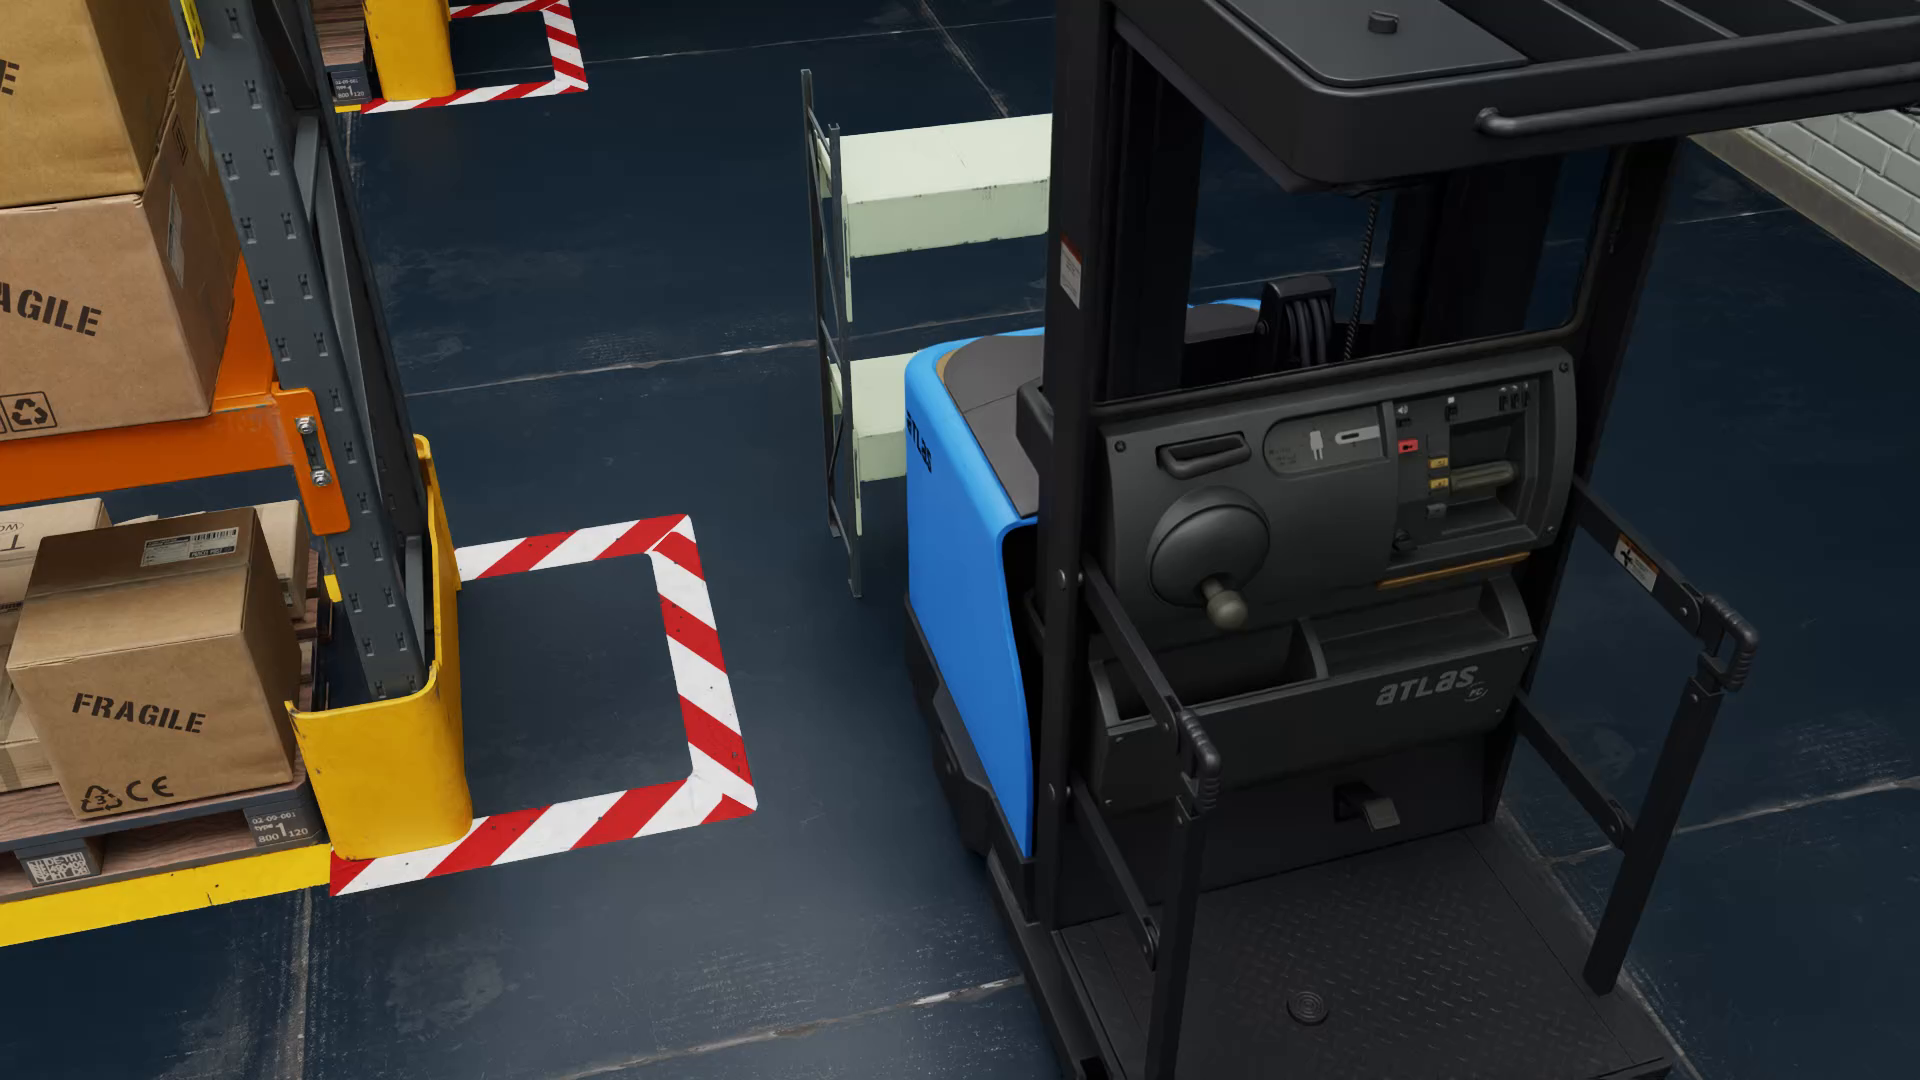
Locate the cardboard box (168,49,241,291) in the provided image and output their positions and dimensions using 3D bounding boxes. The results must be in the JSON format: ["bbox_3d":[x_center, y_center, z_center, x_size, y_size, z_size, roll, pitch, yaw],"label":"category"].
[{"bbox_3d":[-1.986,-0.878,3.847,0.500,0.500,0.500,-9,38,-11],"label":"cardboard box"}]

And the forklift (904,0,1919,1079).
[{"bbox_3d":[0.770,-0.020,2.864,1.130,2.935,3.031,-11,39,-14],"label":"forklift"}]

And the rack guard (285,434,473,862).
[{"bbox_3d":[-1.562,0.251,4.511,0.348,0.500,1.175,-9,38,-12],"label":"rack guard"}]

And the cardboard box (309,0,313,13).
[{"bbox_3d":[-3.433,-2.663,7.975,0.500,0.500,0.700,-9,38,-12],"label":"cardboard box"}]

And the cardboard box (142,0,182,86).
[{"bbox_3d":[-1.986,-1.275,3.543,0.500,0.500,0.500,-8,38,-11],"label":"cardboard box"}]

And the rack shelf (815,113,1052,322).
[{"bbox_3d":[-0.006,-0.905,4.556,0.720,0.370,0.431,-9,38,-12],"label":"rack shelf"}]

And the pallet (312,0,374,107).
[{"bbox_3d":[-3.535,-2.379,8.186,1.213,0.211,1.003,-9,38,-12],"label":"pallet"}]

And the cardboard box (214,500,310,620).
[{"bbox_3d":[-1.983,0.068,4.676,0.250,0.149,0.380,-9,38,-12],"label":"cardboard box"}]

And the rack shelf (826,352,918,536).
[{"bbox_3d":[-0.006,-0.336,4.991,0.720,0.370,0.431,-9,38,-12],"label":"rack shelf"}]

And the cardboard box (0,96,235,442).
[{"bbox_3d":[-1.850,-0.563,3.435,0.500,0.500,0.500,-8,38,-11],"label":"cardboard box"}]

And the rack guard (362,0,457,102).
[{"bbox_3d":[-2.761,-2.670,8.329,0.348,0.500,1.175,-9,38,-12],"label":"rack guard"}]

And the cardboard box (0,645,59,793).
[{"bbox_3d":[-2.364,0.439,4.178,0.250,0.166,0.380,-9,38,-12],"label":"cardboard box"}]

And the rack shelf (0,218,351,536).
[{"bbox_3d":[-3.419,-0.151,3.571,4.000,0.370,1.077,-9,38,-12],"label":"rack shelf"}]

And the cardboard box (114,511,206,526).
[{"bbox_3d":[-2.224,0.101,4.619,0.250,0.166,0.380,-9,38,-12],"label":"cardboard box"}]

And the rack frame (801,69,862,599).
[{"bbox_3d":[-0.360,-0.537,4.717,0.023,1.500,0.400,-9,38,-12],"label":"rack frame"}]

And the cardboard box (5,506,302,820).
[{"bbox_3d":[-1.949,0.295,4.091,0.500,0.500,0.500,-9,38,-12],"label":"cardboard box"}]

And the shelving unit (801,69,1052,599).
[{"bbox_3d":[-0.006,-0.595,4.793,0.755,1.500,0.431,-9,38,-12],"label":"shelving unit"}]

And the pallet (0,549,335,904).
[{"bbox_3d":[-2.331,0.493,4.433,1.213,0.211,1.003,-9,38,-12],"label":"pallet"}]

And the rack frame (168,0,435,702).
[{"bbox_3d":[-1.489,-0.754,3.767,0.127,3.000,1.000,-9,38,-12],"label":"rack frame"}]

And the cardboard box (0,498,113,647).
[{"bbox_3d":[-2.570,0.162,4.470,0.500,0.250,0.500,-9,38,-12],"label":"cardboard box"}]

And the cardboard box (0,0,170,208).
[{"bbox_3d":[-1.847,-0.959,3.130,0.500,0.500,0.500,-10,38,-12],"label":"cardboard box"}]

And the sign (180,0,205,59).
[{"bbox_3d":[-1.363,-1.011,2.889,0.005,0.325,0.100,-9,38,-12],"label":"sign"}]
